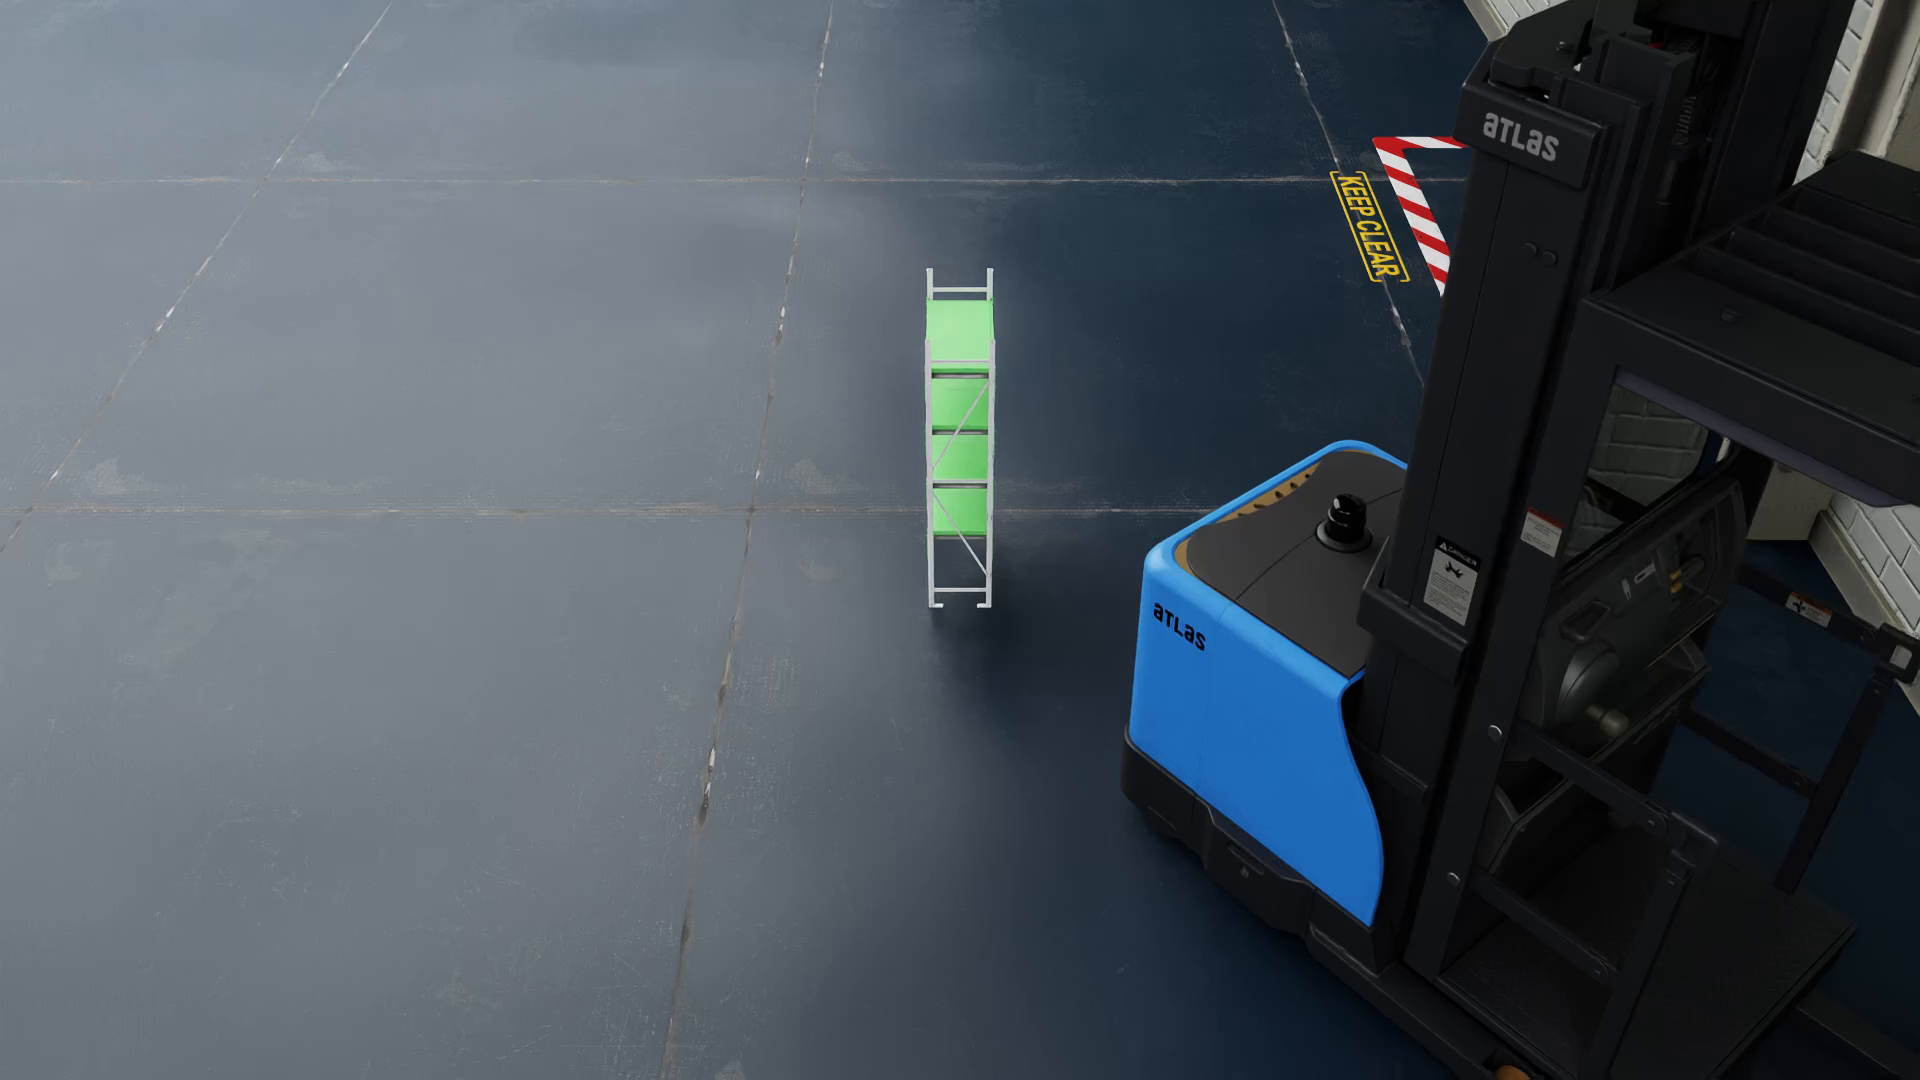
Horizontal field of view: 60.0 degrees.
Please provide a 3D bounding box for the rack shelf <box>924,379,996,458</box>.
[{"bbox_3d":[0.000,-0.502,6.135,0.258,0.148,0.480,0,39,0],"label":"rack shelf"}]

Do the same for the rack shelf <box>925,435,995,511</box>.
[{"bbox_3d":[0.000,-0.315,6.286,0.258,0.148,0.480,0,39,0],"label":"rack shelf"}]

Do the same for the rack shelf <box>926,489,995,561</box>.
[{"bbox_3d":[0.000,-0.128,6.436,0.258,0.148,0.480,0,39,0],"label":"rack shelf"}]

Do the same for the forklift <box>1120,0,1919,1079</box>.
[{"bbox_3d":[1.875,0.237,4.110,1.130,2.935,3.031,-28,46,-30],"label":"forklift"}]

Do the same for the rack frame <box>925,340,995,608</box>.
[{"bbox_3d":[0.000,-0.212,6.055,0.240,1.200,0.015,0,39,0],"label":"rack frame"}]

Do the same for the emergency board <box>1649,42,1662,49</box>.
[{"bbox_3d":[3.357,-2.841,7.897,0.194,1.169,0.643,0,39,0],"label":"emergency board"}]

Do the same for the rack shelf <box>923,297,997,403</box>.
[{"bbox_3d":[0.000,-0.689,5.985,0.258,0.148,0.480,0,39,0],"label":"rack shelf"}]

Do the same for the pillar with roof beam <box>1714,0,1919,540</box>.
[{"bbox_3d":[-0.984,-3.634,4.089,9.100,9.000,0.400,0,39,0],"label":"pillar with roof beam"}]

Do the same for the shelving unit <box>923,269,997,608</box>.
[{"bbox_3d":[0.000,-0.365,6.246,0.258,1.200,0.503,0,39,0],"label":"shelving unit"}]

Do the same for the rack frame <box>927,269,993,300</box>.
[{"bbox_3d":[0.000,-0.517,6.436,0.240,1.200,0.015,0,39,0],"label":"rack frame"}]
